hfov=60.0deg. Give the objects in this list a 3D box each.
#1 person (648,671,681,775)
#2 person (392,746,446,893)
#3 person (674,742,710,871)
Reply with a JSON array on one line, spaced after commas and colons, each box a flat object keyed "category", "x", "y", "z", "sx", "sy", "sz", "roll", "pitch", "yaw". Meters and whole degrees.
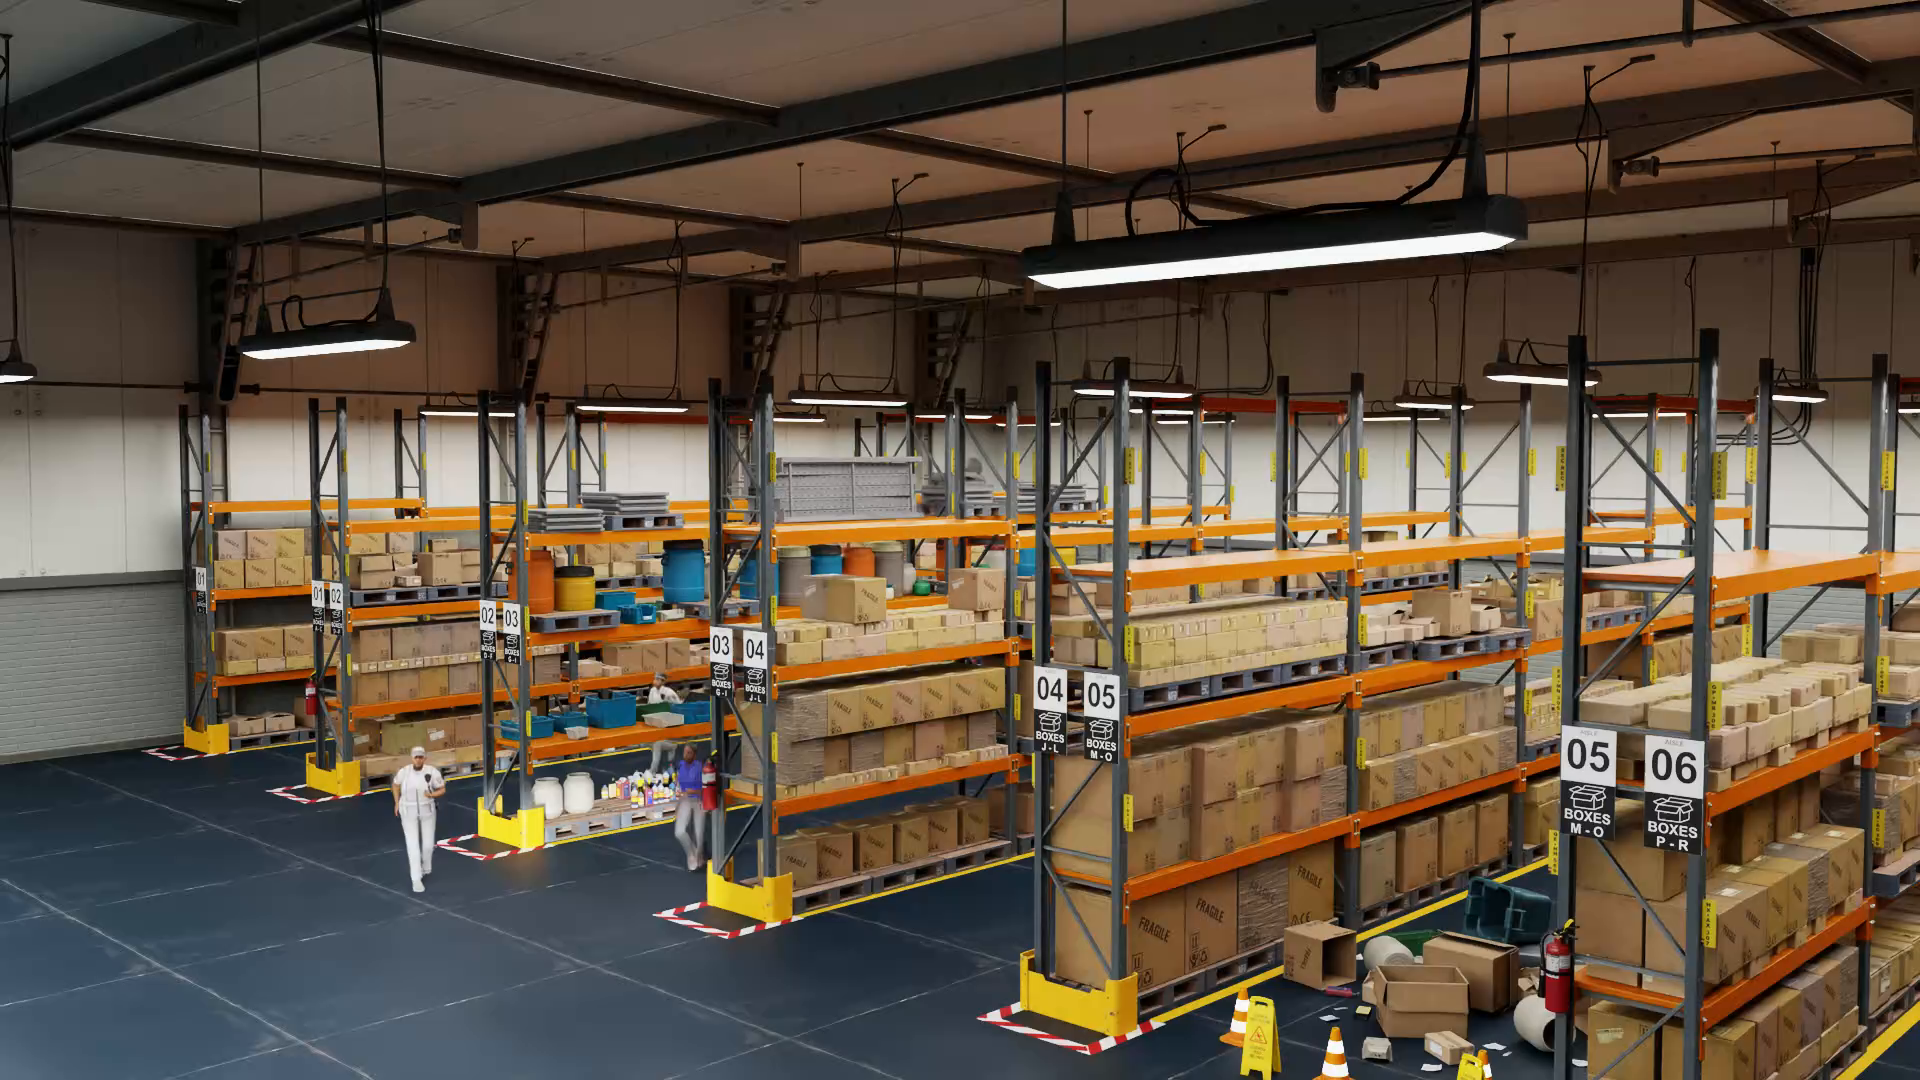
[{"category": "person", "x": -4.792, "y": 2.931, "z": 26.887, "sx": 0.644, "sy": 1.674, "sz": 0.729, "roll": 2, "pitch": 3, "yaw": 28}, {"category": "person", "x": -6.436, "y": 3.267, "z": 19.803, "sx": 0.605, "sy": 1.655, "sz": 0.936, "roll": -1, "pitch": 3, "yaw": -19}, {"category": "person", "x": -3.268, "y": 3.275, "z": 20.413, "sx": 0.541, "sy": 1.616, "sz": 0.717, "roll": 1, "pitch": 3, "yaw": 16}]
